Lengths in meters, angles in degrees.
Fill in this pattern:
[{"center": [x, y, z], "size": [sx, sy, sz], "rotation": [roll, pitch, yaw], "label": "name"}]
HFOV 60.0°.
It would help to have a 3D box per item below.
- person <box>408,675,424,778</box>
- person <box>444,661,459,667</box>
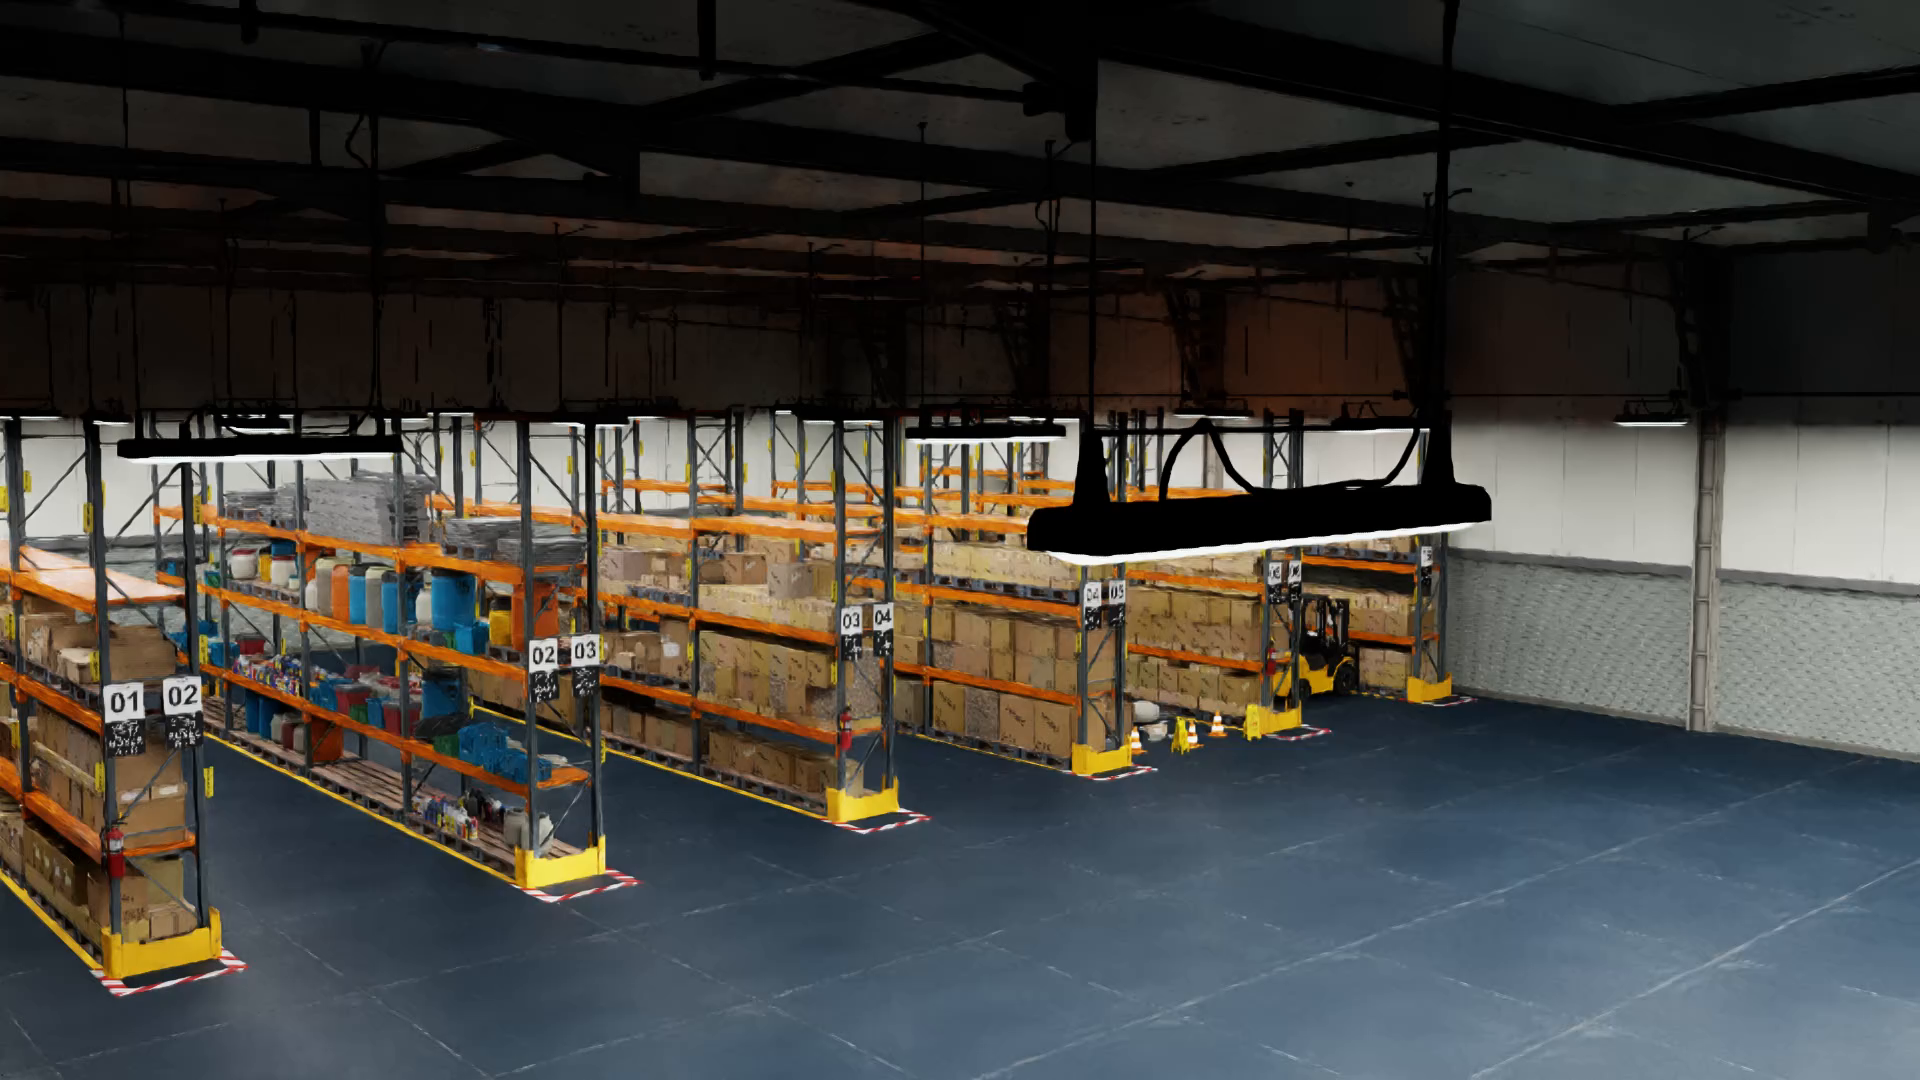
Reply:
[{"center": [-9.080, 3.067, 27.608], "size": [0.406, 1.661, 0.666], "rotation": [-2, 5, -23], "label": "person"}, {"center": [-9.673, 2.713, 31.990], "size": [0.446, 1.591, 1.110], "rotation": [-5, 7, -43], "label": "person"}]
